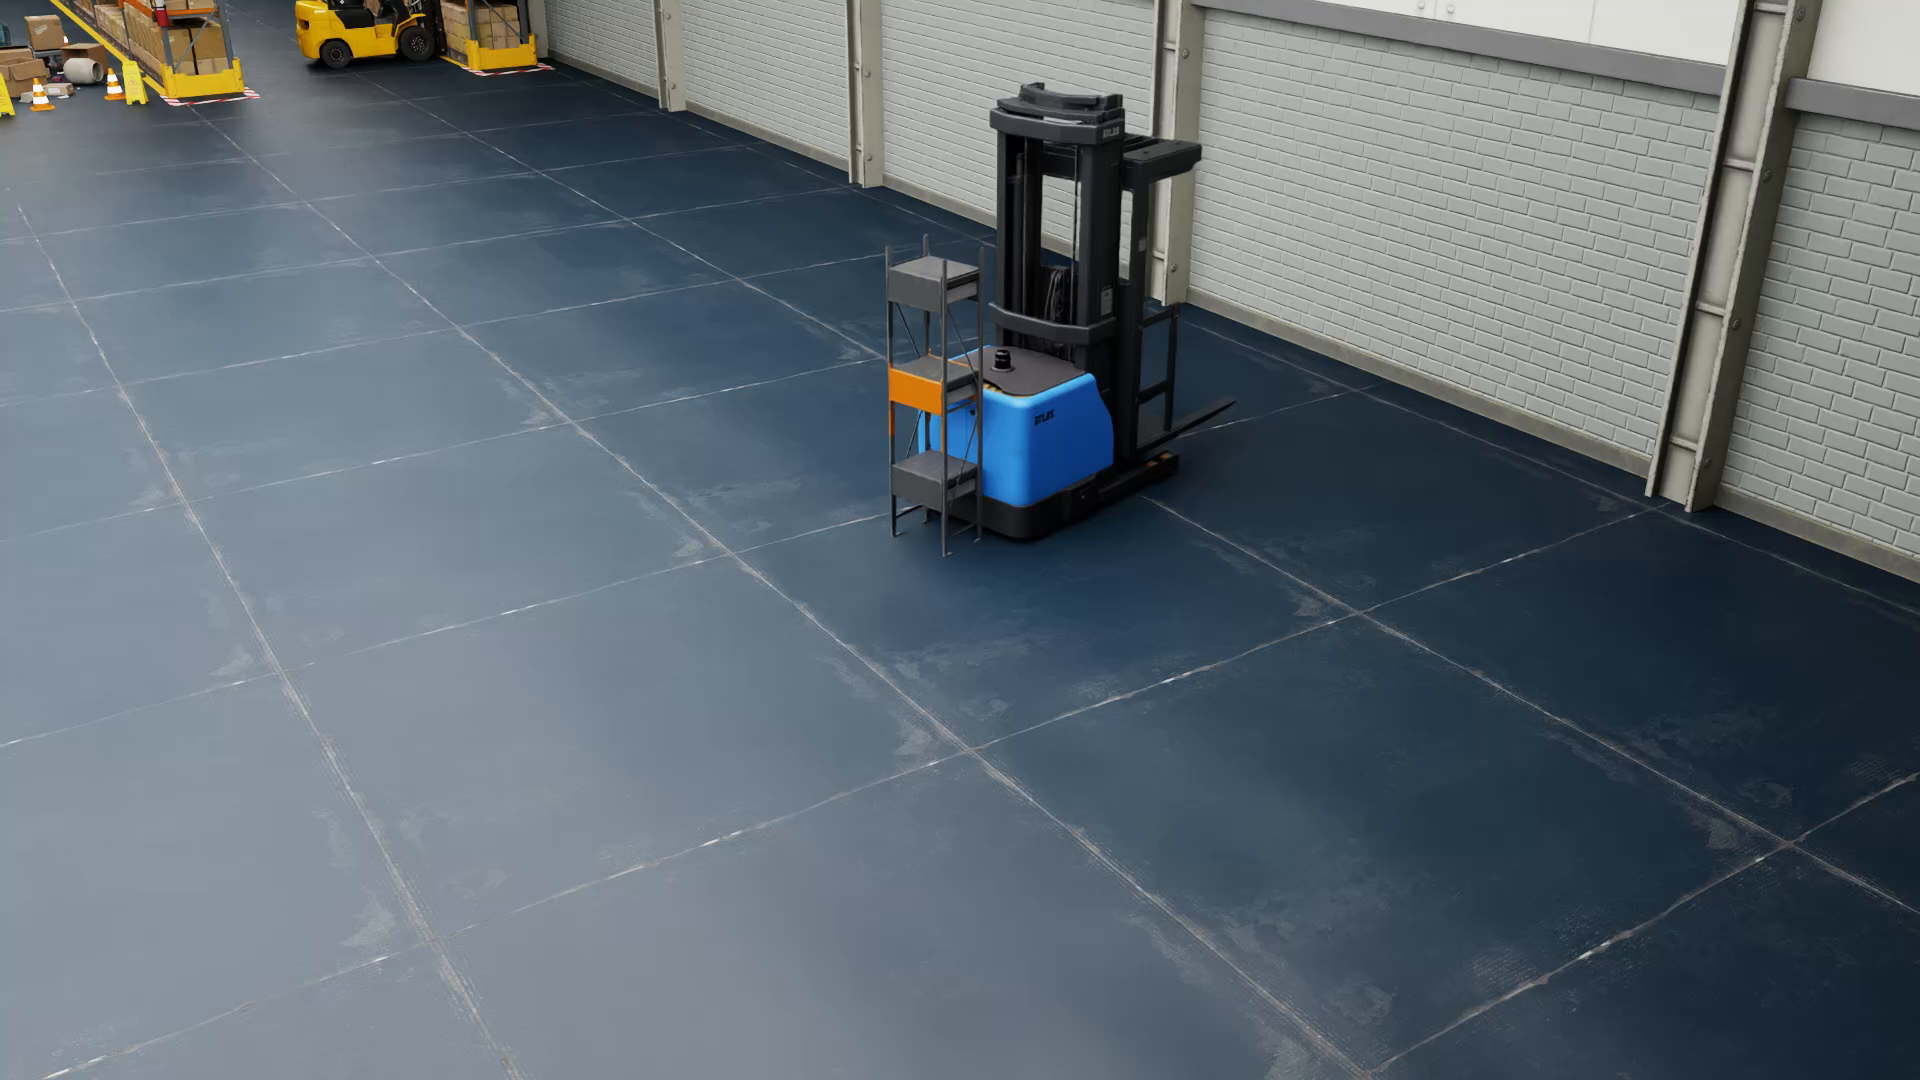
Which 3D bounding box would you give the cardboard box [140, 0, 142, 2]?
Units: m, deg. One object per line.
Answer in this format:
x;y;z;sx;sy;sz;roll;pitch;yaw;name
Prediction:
-13.422;-9.040;27.642;0.380;0.149;0.250;-16;30;-30;cardboard box

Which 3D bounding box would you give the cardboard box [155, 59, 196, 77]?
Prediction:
-12.961;-7.810;27.471;0.500;0.250;0.500;-16;29;-30;cardboard box

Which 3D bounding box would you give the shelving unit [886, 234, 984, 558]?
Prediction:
-0.165;-0.960;11.286;0.503;2.100;0.431;20;32;36;shelving unit

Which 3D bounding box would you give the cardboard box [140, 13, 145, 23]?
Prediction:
-13.471;-8.734;27.791;0.380;0.149;0.250;-14;29;-27;cardboard box

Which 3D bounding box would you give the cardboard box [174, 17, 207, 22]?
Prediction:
-13.059;-8.643;28.357;0.500;0.500;0.500;-15;29;-29;cardboard box

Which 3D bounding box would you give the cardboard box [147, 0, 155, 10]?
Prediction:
-12.896;-8.663;26.845;0.380;0.149;0.250;-16;30;-30;cardboard box

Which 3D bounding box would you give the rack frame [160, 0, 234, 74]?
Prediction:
-12.281;-8.628;26.476;1.000;3.000;0.127;-16;29;-30;rack frame

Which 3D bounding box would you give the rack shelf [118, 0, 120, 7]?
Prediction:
-15.557;-10.449;31.176;1.077;0.370;4.000;-16;29;-30;rack shelf

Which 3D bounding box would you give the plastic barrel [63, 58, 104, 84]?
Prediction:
-14.677;-7.849;27.844;0.512;0.421;0.421;3;25;6;plastic barrel

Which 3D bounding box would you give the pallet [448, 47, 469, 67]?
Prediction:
-8.577;-8.789;30.083;1.003;0.211;1.213;-16;29;-30;pallet

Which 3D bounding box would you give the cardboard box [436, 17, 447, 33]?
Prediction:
-9.216;-9.422;30.300;0.500;0.250;0.500;-16;30;-31;cardboard box

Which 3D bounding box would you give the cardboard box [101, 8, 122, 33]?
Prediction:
-15.939;-10.025;32.021;0.950;0.372;0.625;-16;30;-31;cardboard box

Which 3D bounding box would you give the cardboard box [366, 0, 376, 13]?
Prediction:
-11.799;-11.306;34.437;0.875;0.625;0.625;-14;29;-28;cardboard box

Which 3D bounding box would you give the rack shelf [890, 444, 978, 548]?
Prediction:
-0.165;-0.315;11.591;0.480;0.518;0.431;20;32;36;rack shelf

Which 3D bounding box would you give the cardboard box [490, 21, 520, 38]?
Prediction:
-8.207;-9.176;29.779;0.500;0.250;0.500;-15;29;-29;cardboard box

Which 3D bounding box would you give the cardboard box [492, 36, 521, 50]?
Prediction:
-8.229;-8.954;29.895;0.500;0.250;0.500;-15;29;-29;cardboard box

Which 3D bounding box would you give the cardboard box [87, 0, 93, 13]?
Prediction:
-17.439;-11.305;34.144;0.875;0.875;0.875;-15;29;-29;cardboard box

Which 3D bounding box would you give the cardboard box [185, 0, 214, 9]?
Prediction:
-12.293;-8.684;26.889;0.380;0.149;0.250;-15;29;-29;cardboard box

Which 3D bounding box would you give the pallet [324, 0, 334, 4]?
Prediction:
-13.530;-12.099;37.094;1.003;0.211;1.213;-16;29;-30;pallet

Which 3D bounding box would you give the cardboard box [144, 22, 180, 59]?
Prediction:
-13.225;-8.326;27.685;0.500;0.500;0.500;-14;29;-28;cardboard box

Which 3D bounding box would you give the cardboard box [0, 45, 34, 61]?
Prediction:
-15.879;-7.932;27.765;0.797;0.637;0.503;-16;29;-30;cardboard box

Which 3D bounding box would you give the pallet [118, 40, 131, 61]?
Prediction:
-14.891;-9.076;30.691;1.003;0.211;1.213;-16;29;-30;pallet

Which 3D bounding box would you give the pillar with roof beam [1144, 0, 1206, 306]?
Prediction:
-1.530;-5.517;12.858;9.100;9.000;0.400;-16;29;-30;pillar with roof beam

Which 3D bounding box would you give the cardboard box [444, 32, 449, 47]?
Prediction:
-9.175;-9.188;30.392;0.500;0.250;0.500;-15;29;-29;cardboard box

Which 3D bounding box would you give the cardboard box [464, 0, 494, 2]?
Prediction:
-8.768;-9.760;30.432;0.500;0.250;0.500;-16;30;-30;cardboard box

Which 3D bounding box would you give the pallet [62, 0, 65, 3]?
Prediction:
-19.852;-12.386;37.703;1.003;0.211;1.213;-16;29;-30;pallet

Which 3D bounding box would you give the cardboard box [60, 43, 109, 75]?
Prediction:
-15.020;-8.229;28.556;0.500;0.500;0.500;3;25;6;cardboard box

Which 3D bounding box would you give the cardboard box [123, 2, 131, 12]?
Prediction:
-14.351;-9.305;29.001;0.380;0.149;0.250;-15;29;-29;cardboard box

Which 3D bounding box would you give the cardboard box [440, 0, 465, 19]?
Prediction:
-9.205;-9.636;30.169;0.500;0.250;0.500;-15;29;-29;cardboard box

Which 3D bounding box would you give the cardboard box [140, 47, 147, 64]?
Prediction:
-13.776;-8.354;28.624;0.500;0.250;0.500;-16;30;-30;cardboard box

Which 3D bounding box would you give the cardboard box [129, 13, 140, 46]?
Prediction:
-14.067;-8.882;28.864;0.500;0.500;0.500;-14;29;-28;cardboard box

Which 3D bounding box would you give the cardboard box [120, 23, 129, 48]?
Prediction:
-14.753;-9.248;30.374;0.950;0.372;0.625;-15;29;-29;cardboard box

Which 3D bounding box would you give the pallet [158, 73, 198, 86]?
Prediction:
-12.737;-7.693;27.762;1.003;0.211;1.213;-16;29;-30;pallet

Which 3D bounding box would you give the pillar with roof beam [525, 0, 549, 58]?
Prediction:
-11.356;-11.955;26.496;9.100;9.000;0.400;-16;29;-30;pillar with roof beam

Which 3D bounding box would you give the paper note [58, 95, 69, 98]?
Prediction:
-14.465;-7.160;26.843;0.142;0.019;0.148;18;31;33;paper note

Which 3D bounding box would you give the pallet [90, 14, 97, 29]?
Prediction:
-17.016;-10.528;33.767;1.003;0.211;1.213;-16;29;-30;pallet

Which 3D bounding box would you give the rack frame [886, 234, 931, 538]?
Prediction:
-0.349;-1.028;11.431;0.015;2.100;0.400;20;32;36;rack frame

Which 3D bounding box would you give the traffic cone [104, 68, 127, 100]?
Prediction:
-13.597;-7.334;26.707;0.336;0.463;0.334;-16;29;-30;traffic cone

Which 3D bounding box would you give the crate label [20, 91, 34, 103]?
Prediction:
-14.822;-7.073;26.536;0.298;0.136;0.250;12;28;24;crate label

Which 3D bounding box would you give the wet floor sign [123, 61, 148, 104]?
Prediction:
-13.074;-7.246;26.306;0.267;0.644;0.232;-6;26;-12;wet floor sign

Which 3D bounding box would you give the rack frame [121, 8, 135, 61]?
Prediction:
-14.465;-10.059;29.507;1.000;3.000;0.127;-16;29;-30;rack frame

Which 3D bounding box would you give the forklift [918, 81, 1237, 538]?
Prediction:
1.032;-1.888;12.278;1.130;2.935;3.031;20;32;36;forklift
